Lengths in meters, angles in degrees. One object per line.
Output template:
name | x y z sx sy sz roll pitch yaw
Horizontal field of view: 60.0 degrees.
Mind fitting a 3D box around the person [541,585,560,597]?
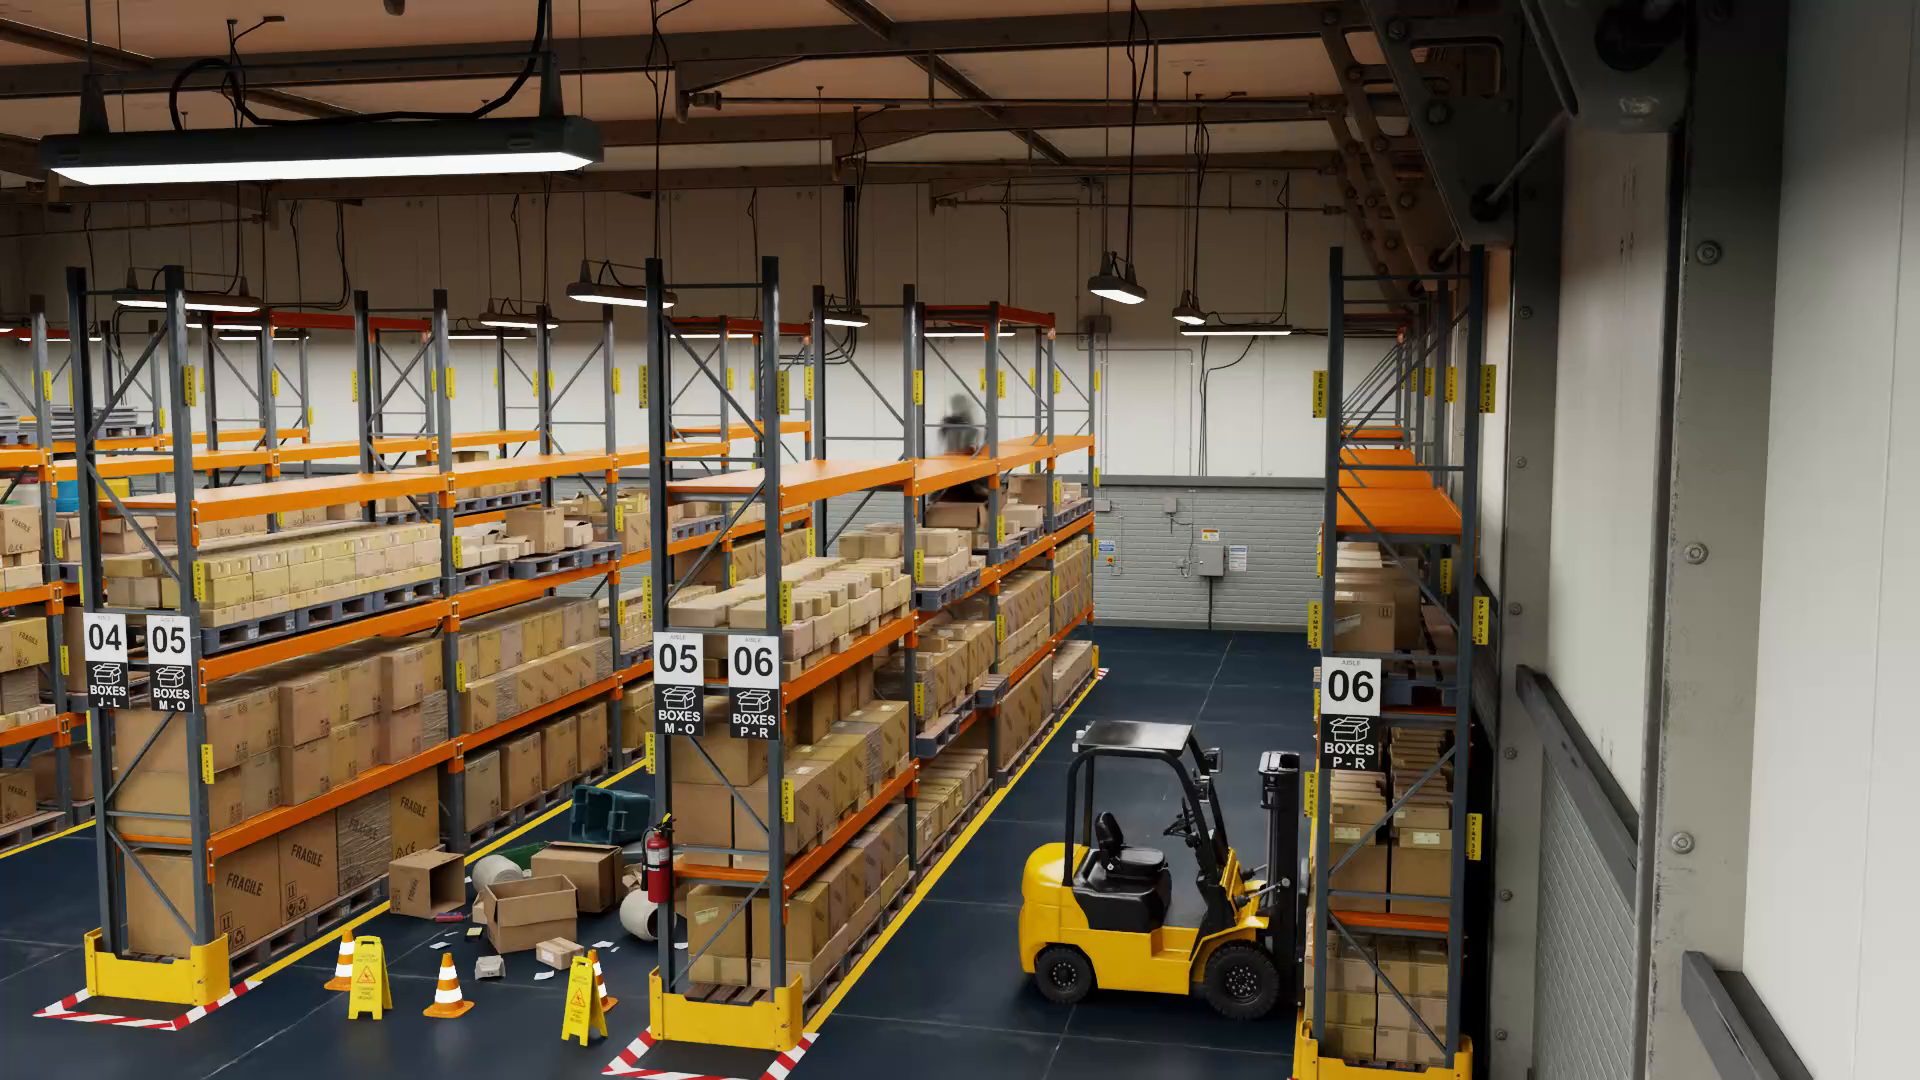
person | -7.906 1.066 31.867 0.929 1.839 0.683 3 6 26
